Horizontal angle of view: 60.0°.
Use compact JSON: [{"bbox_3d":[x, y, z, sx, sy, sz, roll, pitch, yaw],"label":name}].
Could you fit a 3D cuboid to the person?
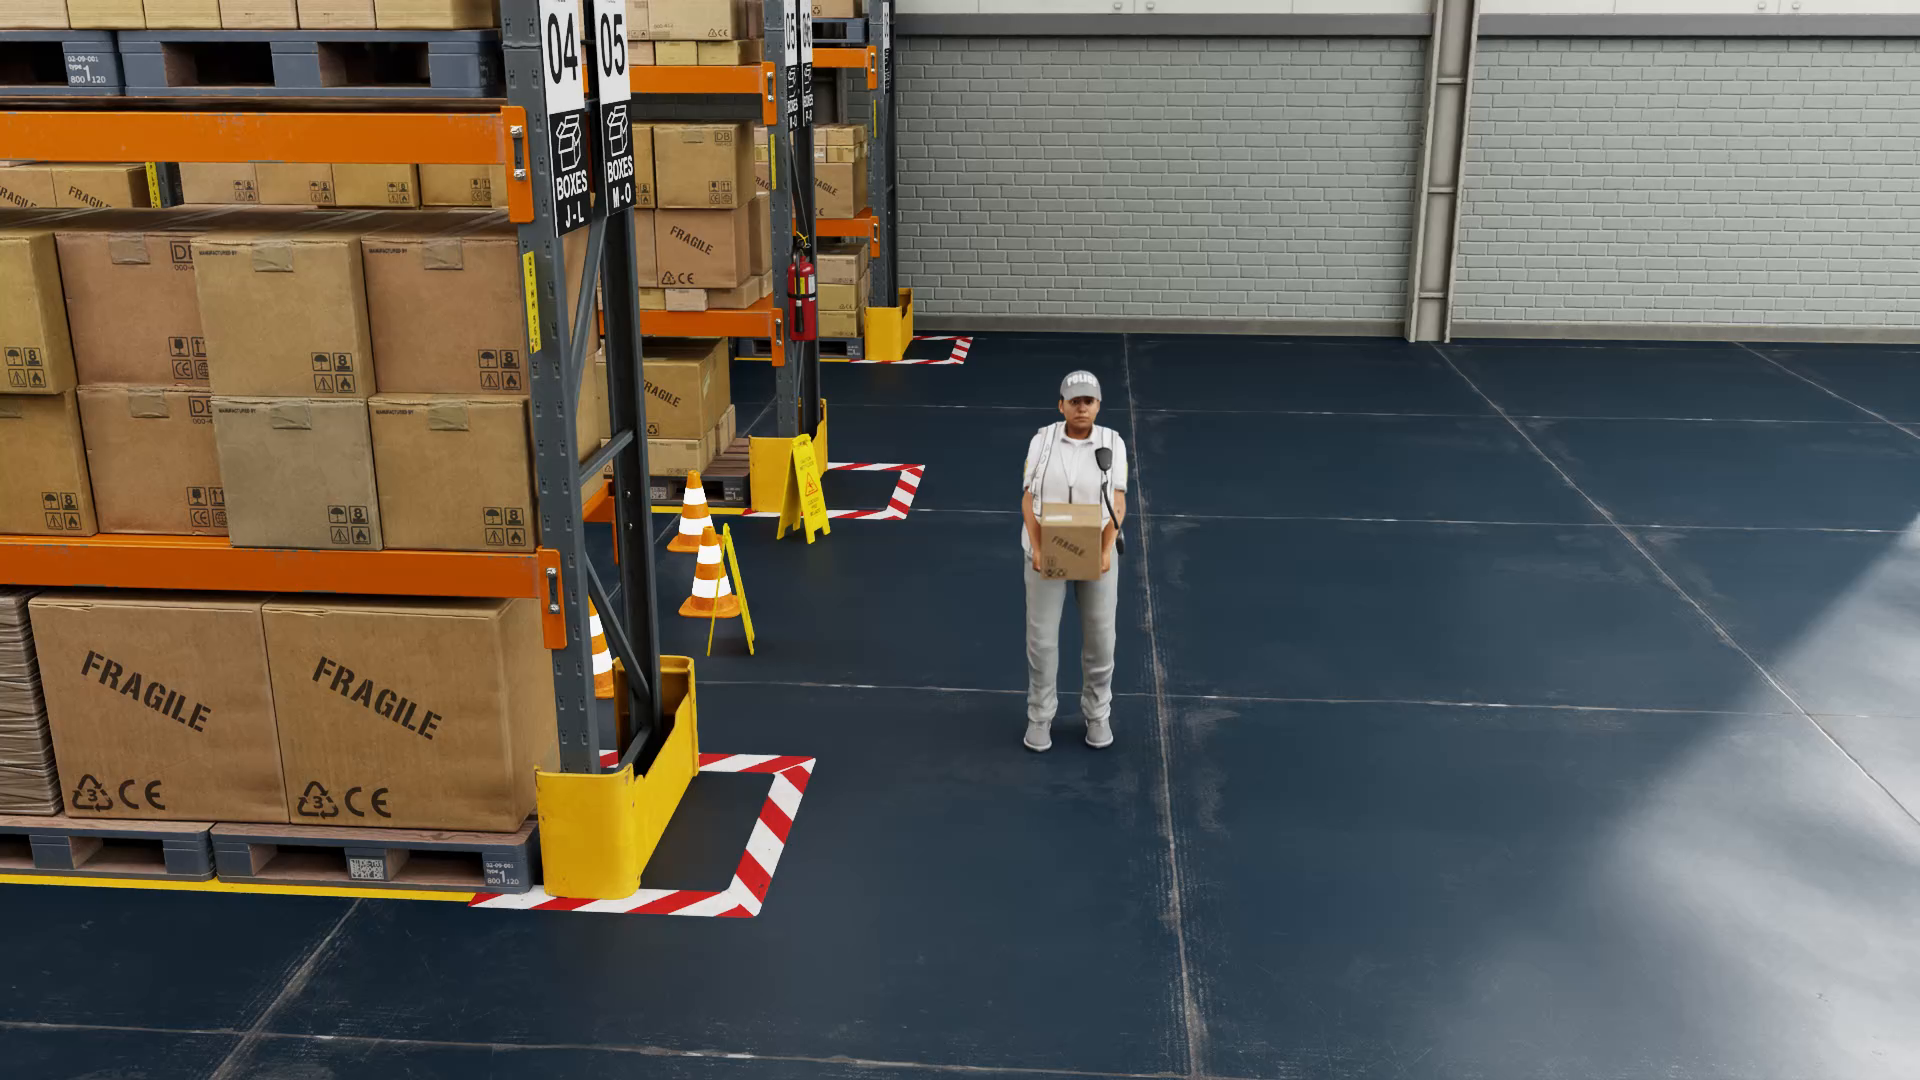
[{"bbox_3d":[0.486,0.089,7.258,0.529,1.670,0.464,1,18,2],"label":"person"}]
